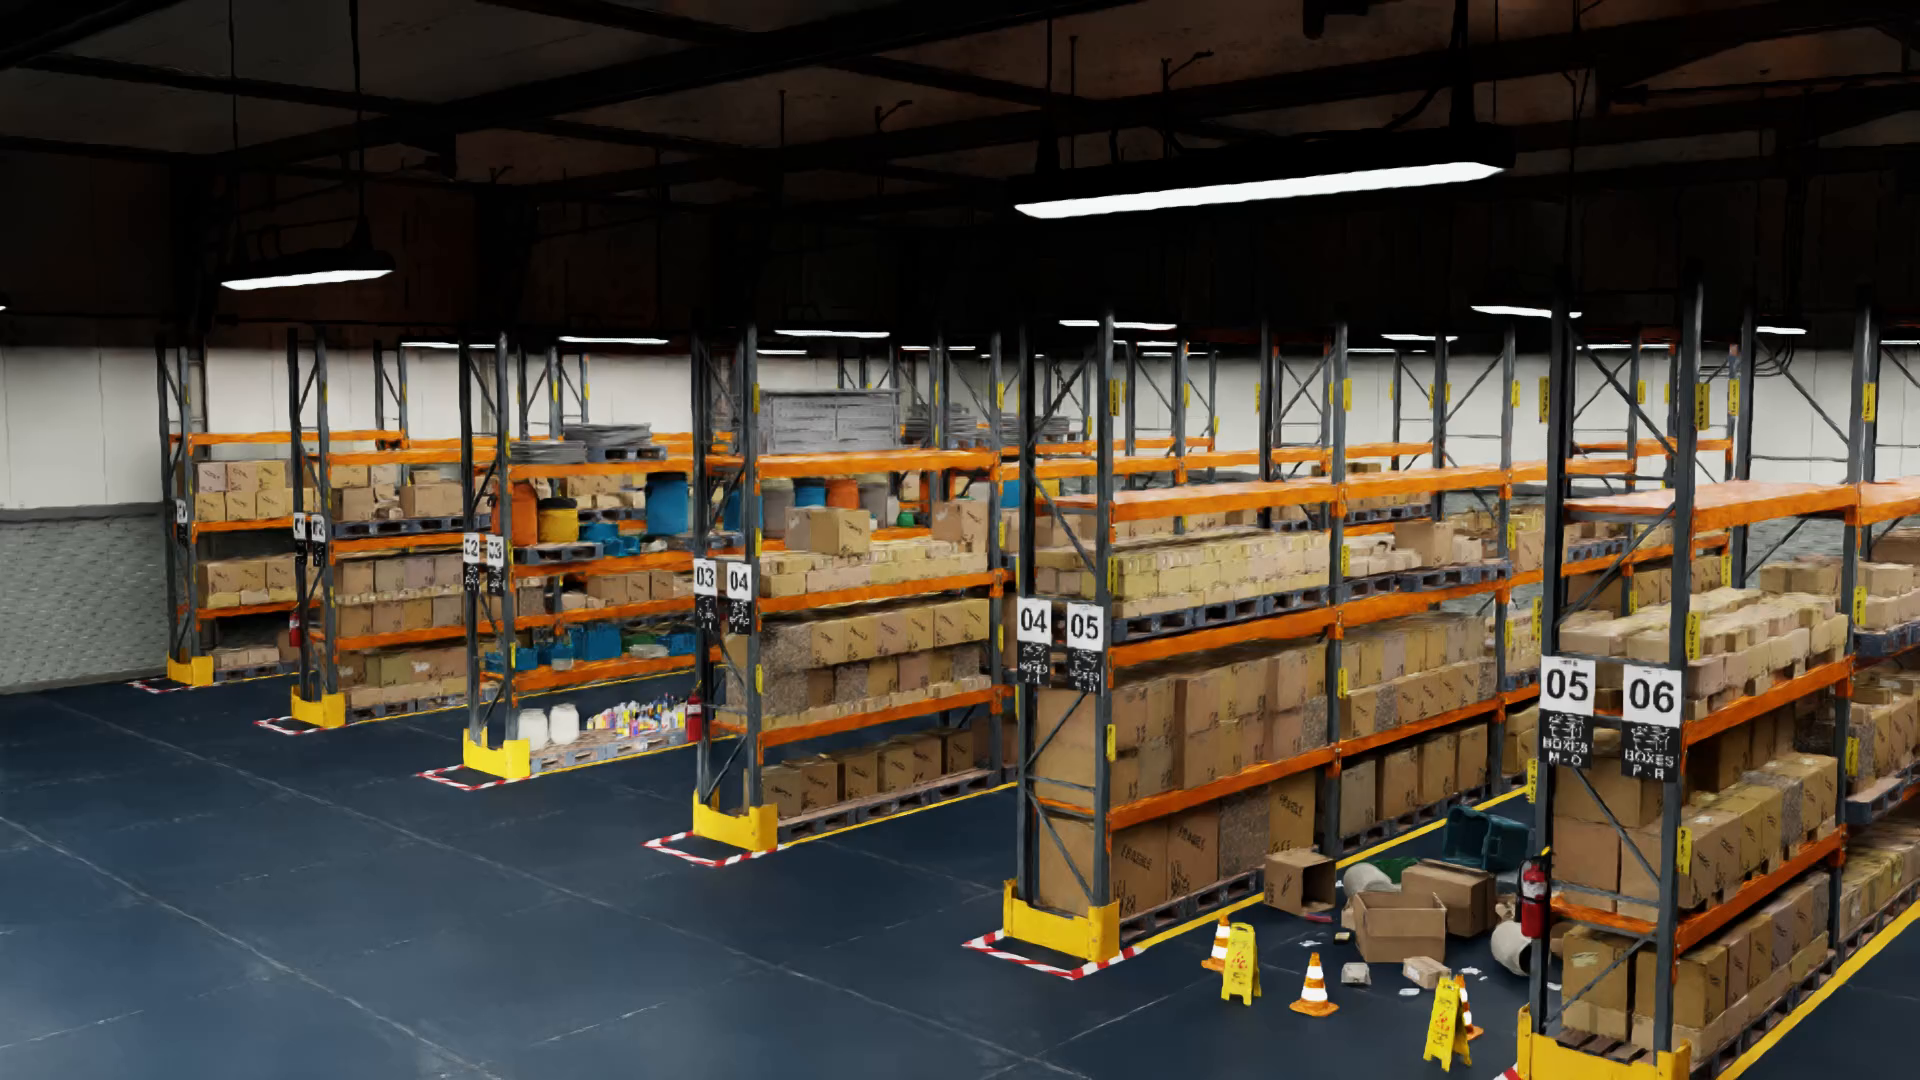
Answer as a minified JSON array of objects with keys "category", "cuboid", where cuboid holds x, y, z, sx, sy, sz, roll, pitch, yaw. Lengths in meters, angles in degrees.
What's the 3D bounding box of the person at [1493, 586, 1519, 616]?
[{"category":"person","cuboid":[9.746,1.535,29.635,0.646,1.678,0.482,-2,6,-20]}]
